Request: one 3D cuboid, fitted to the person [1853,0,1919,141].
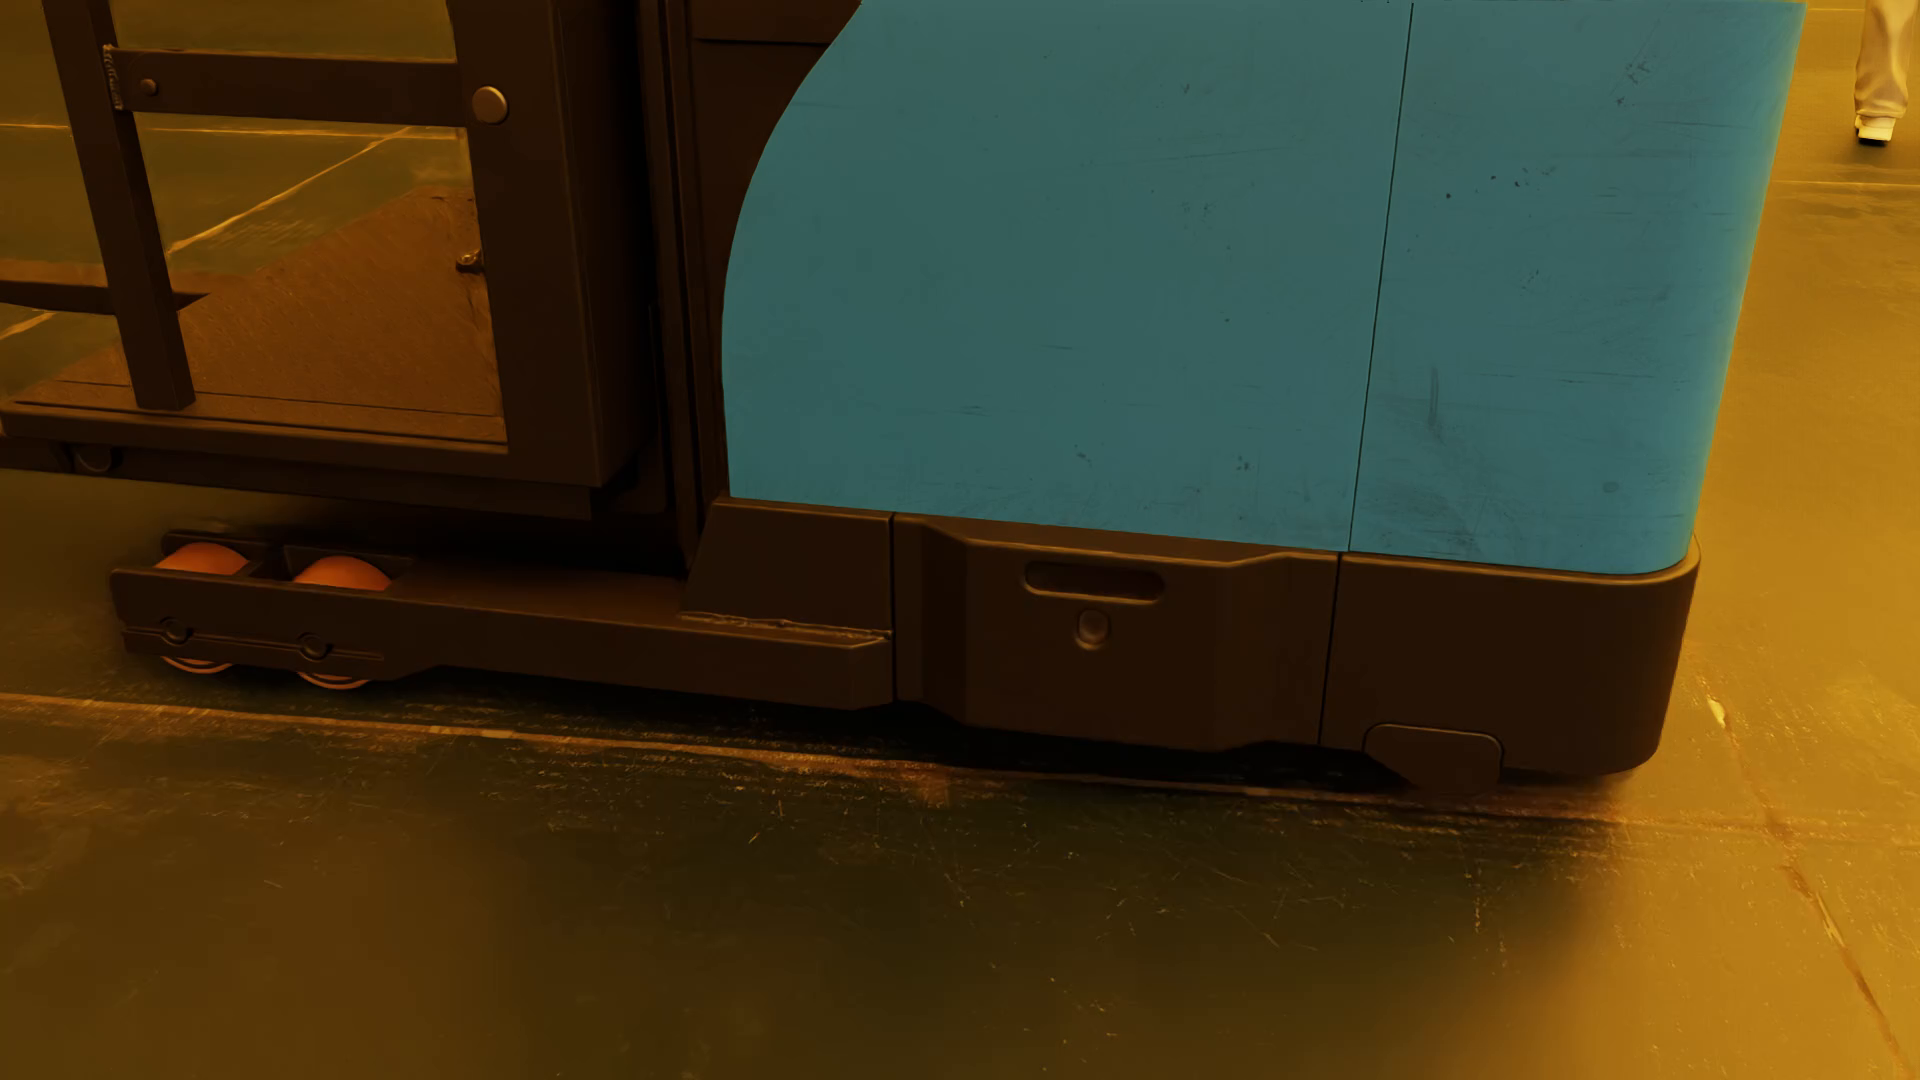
[{"bbox_3d":[2.691,-1.932,4.479,0.550,1.673,0.548,18,32,32],"label":"person"}]

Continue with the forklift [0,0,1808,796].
[{"bbox_3d":[-0.604,-1.345,1.913,3.031,2.935,1.130,5,27,10],"label":"forklift"}]
